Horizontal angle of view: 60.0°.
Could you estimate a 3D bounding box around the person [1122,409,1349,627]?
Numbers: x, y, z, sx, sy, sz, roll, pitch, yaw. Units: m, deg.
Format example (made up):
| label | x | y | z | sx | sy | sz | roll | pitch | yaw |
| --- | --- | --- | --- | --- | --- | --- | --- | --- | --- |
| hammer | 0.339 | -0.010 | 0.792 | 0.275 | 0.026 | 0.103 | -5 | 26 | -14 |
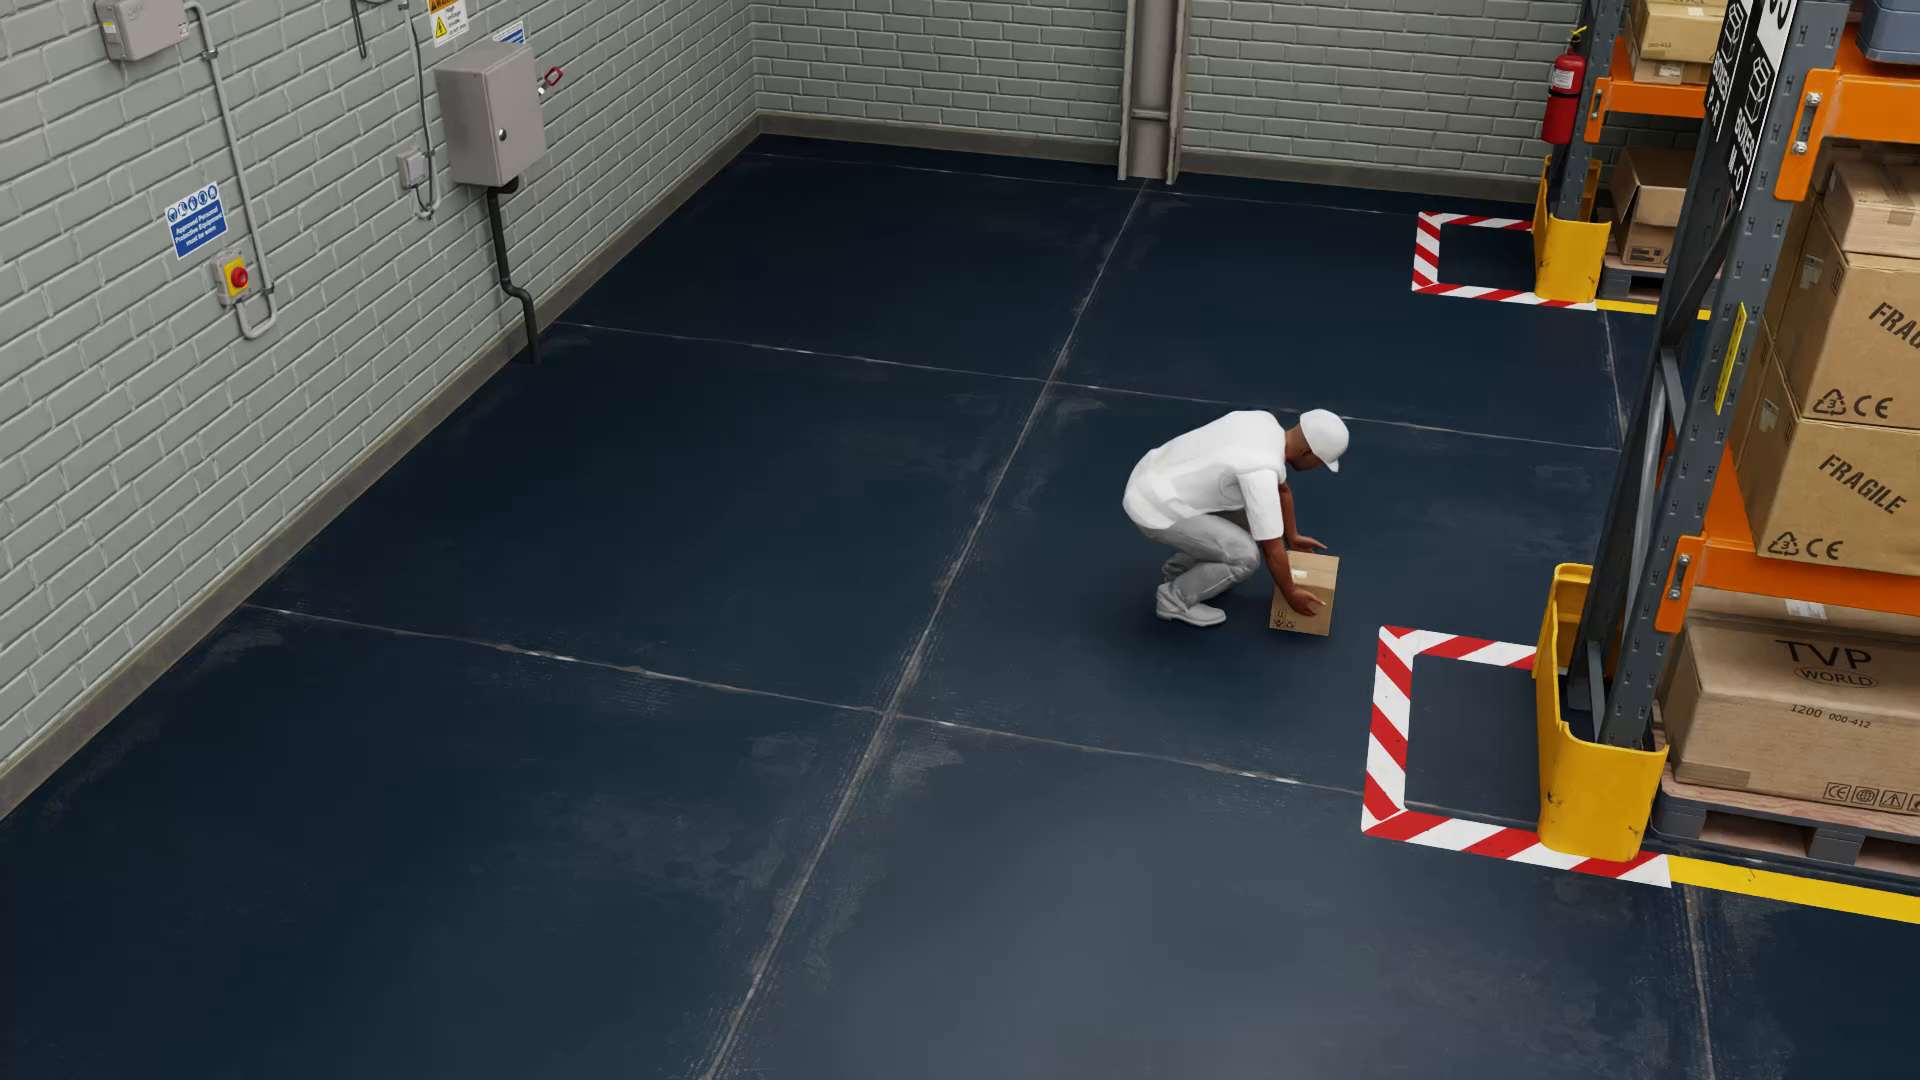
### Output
| label | x | y | z | sx | sy | sz | roll | pitch | yaw |
| --- | --- | --- | --- | --- | --- | --- | --- | --- | --- |
| person | 1.153 | -0.145 | 7.082 | 0.893 | 0.975 | 0.580 | 8 | 33 | 12 |
